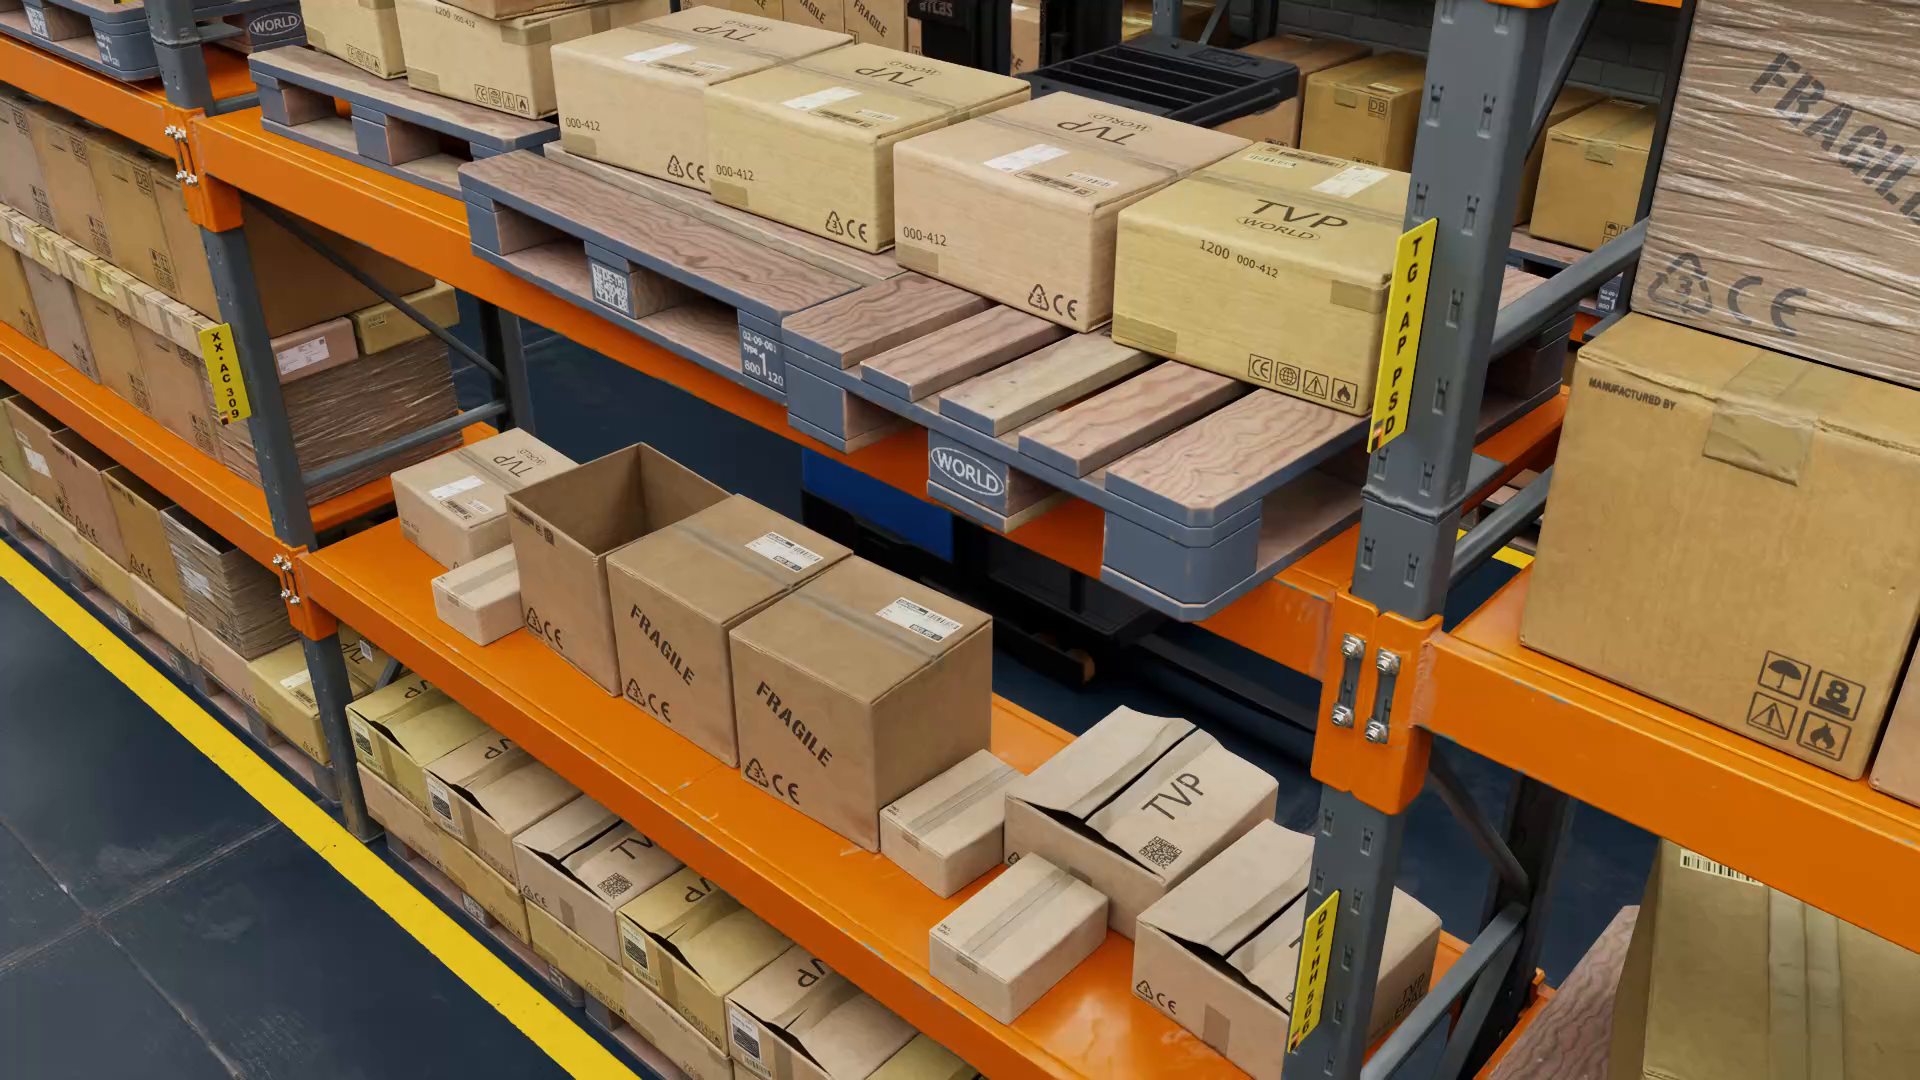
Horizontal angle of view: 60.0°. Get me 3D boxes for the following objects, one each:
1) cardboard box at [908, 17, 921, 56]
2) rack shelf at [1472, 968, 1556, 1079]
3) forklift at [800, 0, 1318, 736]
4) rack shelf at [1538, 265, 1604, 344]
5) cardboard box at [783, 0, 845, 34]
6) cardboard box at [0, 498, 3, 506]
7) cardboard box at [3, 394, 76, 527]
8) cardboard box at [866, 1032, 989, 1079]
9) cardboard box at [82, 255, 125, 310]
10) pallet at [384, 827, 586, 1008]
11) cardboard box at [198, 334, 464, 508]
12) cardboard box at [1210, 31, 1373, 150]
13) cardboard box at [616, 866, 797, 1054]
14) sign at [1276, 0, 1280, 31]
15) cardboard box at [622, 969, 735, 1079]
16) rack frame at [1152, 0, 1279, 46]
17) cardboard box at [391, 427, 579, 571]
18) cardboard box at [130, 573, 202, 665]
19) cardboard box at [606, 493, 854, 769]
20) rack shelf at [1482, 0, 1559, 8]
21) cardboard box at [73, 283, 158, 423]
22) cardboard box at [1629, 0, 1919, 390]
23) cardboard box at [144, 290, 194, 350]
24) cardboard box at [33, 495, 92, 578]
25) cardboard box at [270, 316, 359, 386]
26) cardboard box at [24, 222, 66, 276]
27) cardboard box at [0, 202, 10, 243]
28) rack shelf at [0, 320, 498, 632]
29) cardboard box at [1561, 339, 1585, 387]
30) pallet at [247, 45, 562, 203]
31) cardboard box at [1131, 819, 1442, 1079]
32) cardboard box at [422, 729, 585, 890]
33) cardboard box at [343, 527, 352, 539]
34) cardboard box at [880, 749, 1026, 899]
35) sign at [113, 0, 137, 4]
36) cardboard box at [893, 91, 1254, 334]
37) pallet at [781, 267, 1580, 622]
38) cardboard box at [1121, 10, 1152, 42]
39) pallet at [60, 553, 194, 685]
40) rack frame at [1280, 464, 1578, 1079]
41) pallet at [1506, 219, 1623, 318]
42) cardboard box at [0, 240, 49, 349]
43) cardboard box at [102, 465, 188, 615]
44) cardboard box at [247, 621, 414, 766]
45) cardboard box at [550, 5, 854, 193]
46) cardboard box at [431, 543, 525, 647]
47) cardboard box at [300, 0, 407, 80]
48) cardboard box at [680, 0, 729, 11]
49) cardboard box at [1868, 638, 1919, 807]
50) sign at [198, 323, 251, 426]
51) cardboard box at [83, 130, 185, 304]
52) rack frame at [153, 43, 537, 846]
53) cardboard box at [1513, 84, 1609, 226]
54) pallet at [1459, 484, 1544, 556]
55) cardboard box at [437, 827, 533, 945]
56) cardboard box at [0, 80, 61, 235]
[{"bbox_3d":[0.053,-2.890,9.541,0.500,0.500,0.500,24,38,34],"label":"cardboard box"},{"bbox_3d":[2.478,2.050,2.633,4.000,0.370,1.077,25,39,35],"label":"rack shelf"},{"bbox_3d":[0.640,-0.925,6.945,3.031,2.935,1.130,26,40,36],"label":"forklift"},{"bbox_3d":[2.834,-1.230,8.082,4.000,0.370,1.077,25,39,35],"label":"rack shelf"},{"bbox_3d":[-0.724,-3.244,10.129,0.500,0.500,0.500,24,38,34],"label":"cardboard box"},{"bbox_3d":[-4.688,-0.450,8.348,0.500,0.250,0.500,25,39,35],"label":"cardboard box"},{"bbox_3d":[-3.937,-0.431,7.589,0.500,0.500,0.500,25,39,35],"label":"cardboard box"},{"bbox_3d":[0.052,1.543,4.493,0.500,0.311,0.500,24,39,34],"label":"cardboard box"},{"bbox_3d":[-3.069,-1.020,6.310,0.250,0.149,0.380,25,39,35],"label":"cardboard box"},{"bbox_3d":[-1.398,1.100,6.218,1.213,0.211,1.003,25,39,35],"label":"pallet"},{"bbox_3d":[-2.304,-0.528,6.122,0.500,0.500,0.700,24,38,34],"label":"cardboard box"},{"bbox_3d":[1.705,-2.272,8.592,0.500,0.500,0.700,25,39,35],"label":"cardboard box"},{"bbox_3d":[-0.691,1.193,5.075,0.500,0.311,0.500,26,40,36],"label":"cardboard box"},{"bbox_3d":[1.720,-2.940,9.102,0.005,0.325,0.100,25,39,35],"label":"sign"},{"bbox_3d":[-0.697,1.430,5.225,0.500,0.250,0.500,26,40,36],"label":"cardboard box"},{"bbox_3d":[1.351,-2.230,9.046,0.127,3.000,1.000,25,39,35],"label":"rack frame"},{"bbox_3d":[-1.576,-0.116,5.681,0.500,0.250,0.500,-27,40,-37],"label":"cardboard box"},{"bbox_3d":[-3.206,0.243,7.198,0.500,0.250,0.500,25,39,35],"label":"cardboard box"},{"bbox_3d":[-0.650,0.250,4.829,0.500,0.500,0.500,25,39,35],"label":"cardboard box"},{"bbox_3d":[2.478,-0.349,1.189,4.000,0.370,1.077,25,39,35],"label":"rack shelf"},{"bbox_3d":[-3.069,-0.884,6.712,0.500,0.500,0.700,26,39,36],"label":"cardboard box"},{"bbox_3d":[1.314,-0.553,2.285,0.500,0.500,0.500,25,39,35],"label":"cardboard box"},{"bbox_3d":[-2.694,-0.843,6.017,0.250,0.149,0.380,24,38,34],"label":"cardboard box"},{"bbox_3d":[-3.944,-0.105,7.775,0.500,0.250,0.500,25,39,35],"label":"cardboard box"},{"bbox_3d":[-2.316,-0.667,5.724,0.250,0.149,0.380,25,39,35],"label":"cardboard box"},{"bbox_3d":[-3.455,-1.198,6.606,0.250,0.149,0.380,27,40,37],"label":"cardboard box"},{"bbox_3d":[-3.834,-1.376,6.902,0.250,0.149,0.380,24,39,35],"label":"cardboard box"},{"bbox_3d":[-3.454,-0.718,7.233,4.000,0.370,1.077,25,39,35],"label":"rack shelf"},{"bbox_3d":[2.982,-0.911,8.125,0.500,0.250,0.500,25,39,35],"label":"cardboard box"},{"bbox_3d":[-1.308,-1.237,4.674,1.217,0.209,0.805,23,38,33],"label":"pallet"},{"bbox_3d":[0.755,0.946,3.857,0.500,0.311,0.500,-27,40,-37],"label":"cardboard box"},{"bbox_3d":[-1.464,0.837,5.666,0.500,0.311,0.500,25,39,35],"label":"cardboard box"},{"bbox_3d":[-2.480,-0.108,7.053,0.500,0.500,0.500,25,39,35],"label":"cardboard box"},{"bbox_3d":[0.012,0.738,4.360,0.380,0.149,0.250,-26,40,-36],"label":"cardboard box"},{"bbox_3d":[-2.342,-1.662,4.616,0.005,0.325,0.100,25,39,35],"label":"sign"},{"bbox_3d":[0.220,-0.661,3.269,0.500,0.250,0.500,26,40,36],"label":"cardboard box"},{"bbox_3d":[0.432,-0.355,3.206,1.003,0.211,1.213,27,40,37],"label":"pallet"},{"bbox_3d":[0.793,-2.541,8.961,0.500,0.500,0.500,25,39,35],"label":"cardboard box"},{"bbox_3d":[-3.441,0.147,7.801,1.213,0.211,1.003,25,39,35],"label":"pallet"},{"bbox_3d":[0.995,1.050,3.598,0.127,3.000,1.000,25,39,35],"label":"rack frame"},{"bbox_3d":[2.821,-1.433,7.908,1.213,0.211,1.003,25,39,35],"label":"pallet"},{"bbox_3d":[-3.842,-1.241,7.306,0.500,0.500,0.700,25,39,35],"label":"cardboard box"},{"bbox_3d":[-3.197,-0.084,7.012,0.500,0.500,0.500,25,39,35],"label":"cardboard box"},{"bbox_3d":[-2.461,0.587,6.626,0.500,0.250,0.500,25,39,35],"label":"cardboard box"},{"bbox_3d":[-0.594,-1.050,3.916,0.500,0.250,0.500,21,37,31],"label":"cardboard box"},{"bbox_3d":[-1.451,0.158,5.323,0.250,0.149,0.380,25,39,35],"label":"cardboard box"},{"bbox_3d":[-1.520,-1.518,4.694,0.500,0.250,0.500,-25,39,-35],"label":"cardboard box"},{"bbox_3d":[-1.463,-3.600,10.720,0.500,0.500,0.500,25,39,35],"label":"cardboard box"},{"bbox_3d":[1.719,0.037,2.276,0.500,0.500,0.910,25,39,35],"label":"cardboard box"},{"bbox_3d":[-2.342,-0.526,5.300,0.005,0.325,0.100,25,39,35],"label":"sign"},{"bbox_3d":[-2.679,-1.259,6.078,0.500,0.500,0.700,25,39,35],"label":"cardboard box"},{"bbox_3d":[-1.971,-0.334,5.897,0.127,3.000,1.000,25,39,35],"label":"rack frame"},{"bbox_3d":[2.624,-1.860,7.908,0.700,0.500,0.500,-23,38,-33],"label":"cardboard box"},{"bbox_3d":[2.838,-0.344,8.617,1.213,0.211,1.003,25,39,35],"label":"pallet"},{"bbox_3d":[-1.460,1.075,5.814,0.500,0.250,0.500,26,40,36],"label":"cardboard box"},{"bbox_3d":[-3.420,-1.605,6.653,0.500,0.500,0.700,25,39,35],"label":"cardboard box"}]
